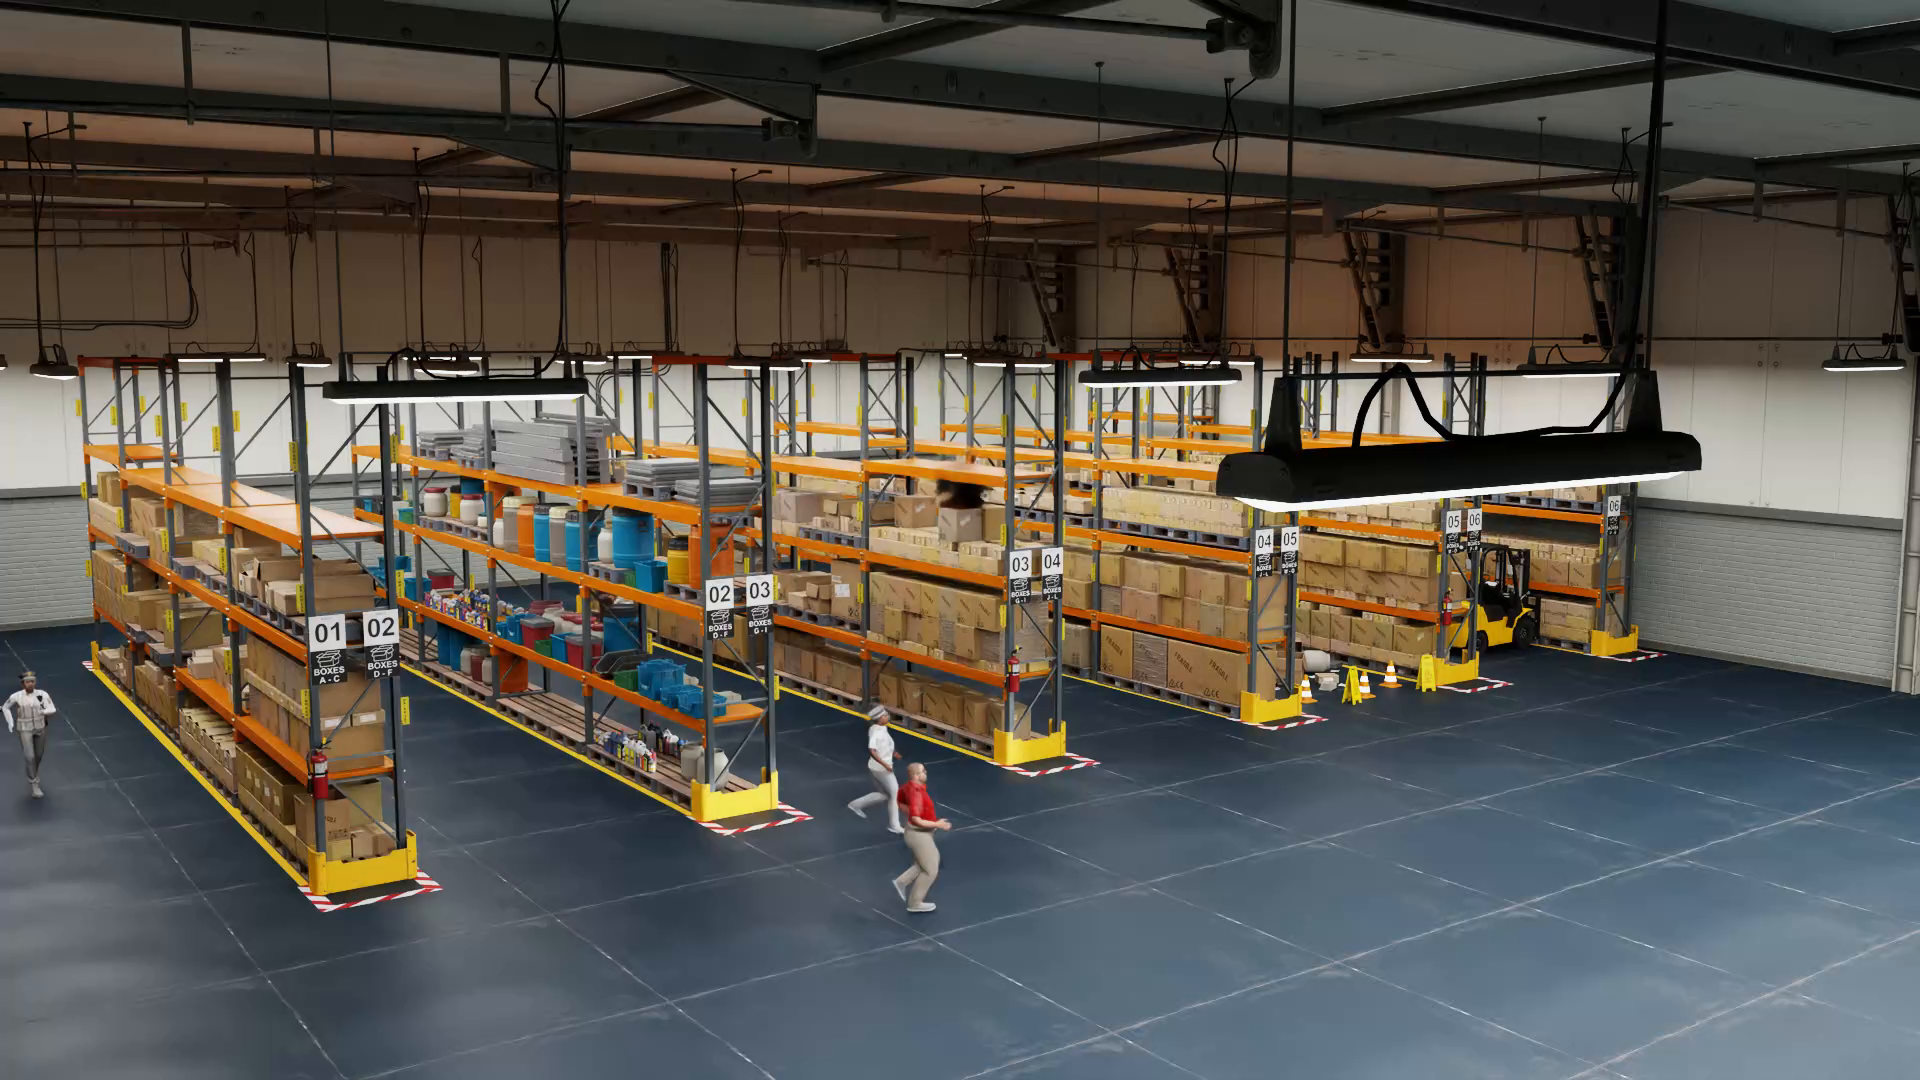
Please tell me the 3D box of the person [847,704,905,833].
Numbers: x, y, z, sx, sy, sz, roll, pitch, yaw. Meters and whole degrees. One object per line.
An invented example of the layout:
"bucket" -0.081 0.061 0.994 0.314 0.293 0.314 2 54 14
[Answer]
"person" -1.032 2.951 21.264 0.758 1.709 0.602 -2 7 -12

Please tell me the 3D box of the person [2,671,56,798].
"person" -12.942 2.664 23.193 0.604 1.705 0.884 -6 9 -43

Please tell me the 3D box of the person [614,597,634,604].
"person" -6.548 1.641 32.458 0.540 1.562 0.552 -5 9 -38

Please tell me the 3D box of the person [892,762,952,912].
"person" -0.428 3.274 18.379 0.617 1.677 0.657 -1 7 -11

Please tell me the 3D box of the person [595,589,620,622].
"person" -7.018 1.415 33.404 0.682 1.819 0.811 -6 9 -43
